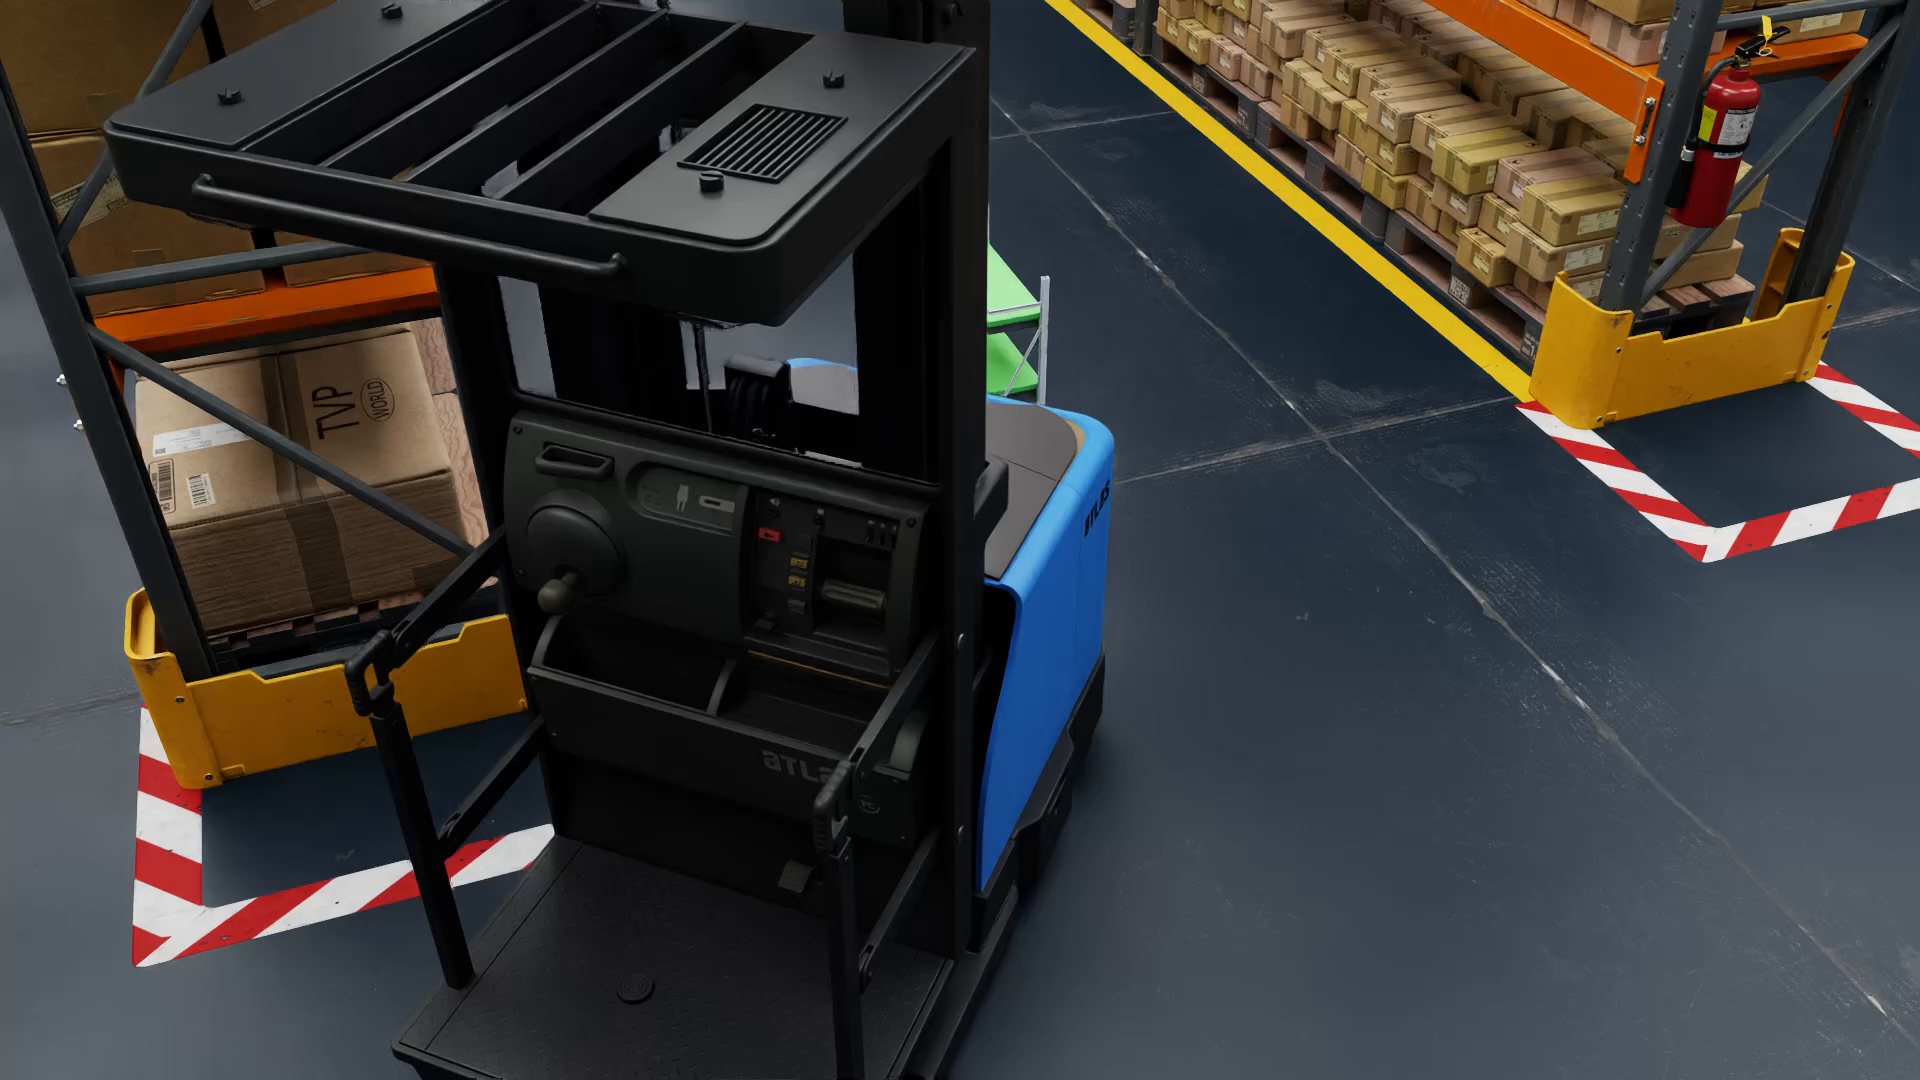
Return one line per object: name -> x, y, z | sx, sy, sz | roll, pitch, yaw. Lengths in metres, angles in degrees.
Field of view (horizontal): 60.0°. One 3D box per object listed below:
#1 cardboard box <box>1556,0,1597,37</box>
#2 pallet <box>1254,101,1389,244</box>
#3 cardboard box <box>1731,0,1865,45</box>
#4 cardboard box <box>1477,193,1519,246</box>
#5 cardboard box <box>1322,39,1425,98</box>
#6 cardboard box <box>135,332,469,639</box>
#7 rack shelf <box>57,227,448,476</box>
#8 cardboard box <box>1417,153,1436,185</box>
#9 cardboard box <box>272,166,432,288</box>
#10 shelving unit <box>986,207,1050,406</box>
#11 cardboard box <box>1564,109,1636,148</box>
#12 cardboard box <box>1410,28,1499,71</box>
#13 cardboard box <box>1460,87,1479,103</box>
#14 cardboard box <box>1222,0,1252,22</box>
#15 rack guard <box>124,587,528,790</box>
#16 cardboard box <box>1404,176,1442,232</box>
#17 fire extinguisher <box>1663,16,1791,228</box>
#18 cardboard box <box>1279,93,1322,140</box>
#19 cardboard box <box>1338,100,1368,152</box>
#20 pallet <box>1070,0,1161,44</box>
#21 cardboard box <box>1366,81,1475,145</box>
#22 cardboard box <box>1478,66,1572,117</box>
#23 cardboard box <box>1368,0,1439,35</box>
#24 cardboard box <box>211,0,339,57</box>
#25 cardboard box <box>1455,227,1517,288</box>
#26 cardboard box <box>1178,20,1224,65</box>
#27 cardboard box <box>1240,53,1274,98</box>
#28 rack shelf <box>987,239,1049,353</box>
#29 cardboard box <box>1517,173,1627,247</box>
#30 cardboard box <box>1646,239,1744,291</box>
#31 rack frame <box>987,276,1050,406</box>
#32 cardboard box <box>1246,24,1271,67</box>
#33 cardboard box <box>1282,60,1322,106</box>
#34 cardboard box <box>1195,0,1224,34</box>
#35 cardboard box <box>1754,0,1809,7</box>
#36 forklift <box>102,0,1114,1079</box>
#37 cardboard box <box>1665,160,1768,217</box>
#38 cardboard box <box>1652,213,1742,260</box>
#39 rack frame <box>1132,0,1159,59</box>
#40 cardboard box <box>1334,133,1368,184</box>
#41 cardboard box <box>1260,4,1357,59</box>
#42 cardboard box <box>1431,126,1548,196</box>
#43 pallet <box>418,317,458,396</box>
cardboard box -> 2.416, -1.953, 6.058 | 0.380, 0.149, 0.250 | -13, 39, -16
pallet -> 2.155, -1.863, 8.047 | 1.003, 0.211, 1.213 | -12, 39, -16
cardboard box -> 3.040, -1.930, 6.028 | 0.380, 0.149, 0.250 | -13, 39, -16
cardboard box -> 2.355, -1.325, 6.789 | 0.380, 0.149, 0.250 | -13, 39, -17
cardboard box -> 1.905, -2.180, 7.677 | 0.380, 0.149, 0.250 | -12, 39, -16
cardboard box -> -2.090, -0.194, 5.295 | 0.875, 0.438, 0.875 | -14, 39, -17
rack shelf -> -2.457, -1.540, 5.899 | 1.077, 0.370, 4.000 | -12, 39, -16
cardboard box -> 2.218, -1.632, 7.197 | 0.380, 0.149, 0.250 | -13, 39, -16
cardboard box -> -1.665, -1.068, 4.591 | 0.500, 0.500, 0.500 | -13, 39, -16
shelving unit -> 0.057, -0.386, 5.265 | 0.258, 1.200, 0.503 | -12, 39, -16
cardboard box -> 2.808, -1.712, 7.055 | 0.380, 0.149, 0.250 | -13, 39, -16
cardboard box -> 2.335, -2.274, 7.801 | 0.380, 0.149, 0.250 | -12, 39, -16
cardboard box -> 2.397, -2.005, 7.692 | 0.380, 0.149, 0.250 | -11, 38, -14
cardboard box -> 1.564, -2.767, 8.457 | 0.380, 0.149, 0.250 | -13, 39, -17
rack guard -> -1.761, 0.315, 4.917 | 1.175, 0.500, 0.348 | -12, 39, -16
cardboard box -> 2.176, -1.491, 7.256 | 0.380, 0.149, 0.250 | -12, 39, -15
fire extinguisher -> 2.497, -1.361, 5.439 | 0.296, 0.674, 0.183 | -12, 39, -16
cardboard box -> 1.776, -2.071, 8.027 | 0.380, 0.149, 0.250 | -13, 39, -17
cardboard box -> 1.953, -1.898, 7.550 | 0.380, 0.149, 0.250 | -11, 38, -14
pallet -> 1.198, -3.365, 10.041 | 1.003, 0.211, 1.213 | -12, 39, -16
cardboard box -> 2.008, -1.866, 7.260 | 0.380, 0.149, 0.250 | -11, 38, -14
cardboard box -> 2.559, -1.993, 7.429 | 0.380, 0.149, 0.250 | -11, 38, -14
cardboard box -> 2.248, -2.586, 8.217 | 0.380, 0.149, 0.250 | -14, 39, -18
cardboard box -> -1.667, -1.467, 4.290 | 0.500, 0.500, 0.500 | -13, 39, -17
cardboard box -> 2.283, -1.187, 6.853 | 0.380, 0.149, 0.250 | -11, 38, -15
cardboard box -> 1.382, -2.645, 8.789 | 0.380, 0.149, 0.250 | -11, 38, -15
cardboard box -> 1.651, -2.383, 8.440 | 0.380, 0.149, 0.250 | -13, 39, -17
rack shelf -> 0.057, -0.718, 5.015 | 0.258, 0.148, 0.480 | -12, 39, -16
cardboard box -> 2.424, -1.292, 6.499 | 0.380, 0.149, 0.250 | -12, 39, -15
cardboard box -> 2.964, -1.170, 6.831 | 0.380, 0.149, 0.250 | -12, 39, -15
rack frame -> 0.141, -0.248, 5.082 | 0.240, 1.200, 0.015 | -12, 39, -16
cardboard box -> 1.671, -2.508, 8.360 | 0.380, 0.149, 0.250 | -14, 39, -18
cardboard box -> 1.771, -2.192, 7.940 | 0.380, 0.149, 0.250 | -13, 39, -16
cardboard box -> 1.463, -2.791, 8.736 | 0.380, 0.149, 0.250 | -12, 39, -16
cardboard box -> 2.949, -2.249, 5.912 | 0.500, 0.500, 0.500 | -11, 38, -14
forklift -> -0.589, 0.086, 3.200 | 1.130, 2.935, 3.031 | 13, 39, 17
cardboard box -> 2.983, -1.412, 6.658 | 0.380, 0.149, 0.250 | -14, 39, -18
cardboard box -> 2.905, -1.276, 6.724 | 0.380, 0.149, 0.250 | -11, 38, -14
rack frame -> 1.467, -4.039, 8.619 | 1.000, 3.000, 0.127 | -12, 39, -16
cardboard box -> 1.954, -1.780, 7.641 | 0.380, 0.149, 0.250 | -12, 39, -15
cardboard box -> 1.686, -2.464, 8.054 | 0.380, 0.149, 0.250 | -12, 39, -15
cardboard box -> 2.183, -1.566, 6.862 | 0.380, 0.149, 0.250 | -13, 39, -17
pallet -> -2.534, -0.707, 6.513 | 1.003, 0.211, 1.213 | -12, 39, -16
